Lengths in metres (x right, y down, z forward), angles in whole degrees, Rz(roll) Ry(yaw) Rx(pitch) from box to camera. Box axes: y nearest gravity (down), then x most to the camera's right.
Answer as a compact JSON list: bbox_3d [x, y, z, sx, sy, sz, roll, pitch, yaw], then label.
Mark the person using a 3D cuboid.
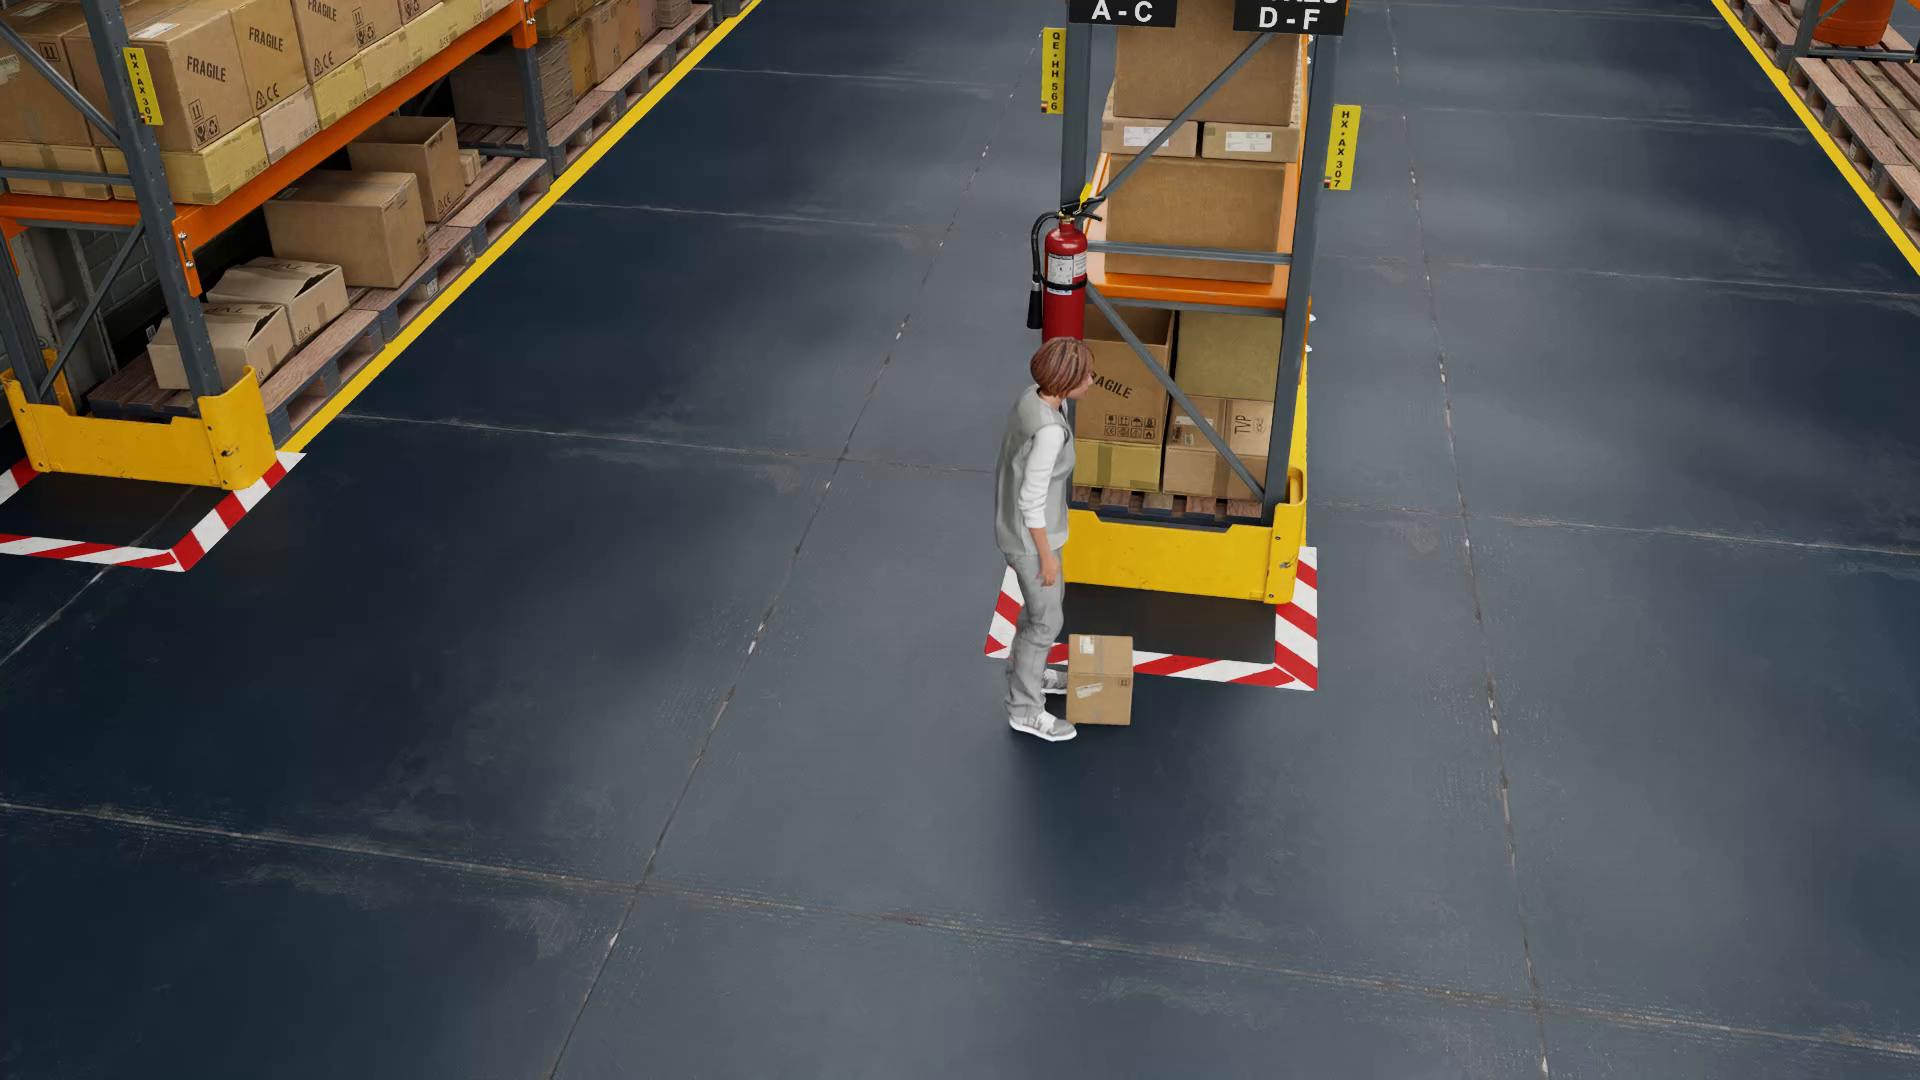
[{"bbox_3d":[0.298,-0.017,6.176,0.345,1.592,0.478,1,33,2],"label":"person"}]
